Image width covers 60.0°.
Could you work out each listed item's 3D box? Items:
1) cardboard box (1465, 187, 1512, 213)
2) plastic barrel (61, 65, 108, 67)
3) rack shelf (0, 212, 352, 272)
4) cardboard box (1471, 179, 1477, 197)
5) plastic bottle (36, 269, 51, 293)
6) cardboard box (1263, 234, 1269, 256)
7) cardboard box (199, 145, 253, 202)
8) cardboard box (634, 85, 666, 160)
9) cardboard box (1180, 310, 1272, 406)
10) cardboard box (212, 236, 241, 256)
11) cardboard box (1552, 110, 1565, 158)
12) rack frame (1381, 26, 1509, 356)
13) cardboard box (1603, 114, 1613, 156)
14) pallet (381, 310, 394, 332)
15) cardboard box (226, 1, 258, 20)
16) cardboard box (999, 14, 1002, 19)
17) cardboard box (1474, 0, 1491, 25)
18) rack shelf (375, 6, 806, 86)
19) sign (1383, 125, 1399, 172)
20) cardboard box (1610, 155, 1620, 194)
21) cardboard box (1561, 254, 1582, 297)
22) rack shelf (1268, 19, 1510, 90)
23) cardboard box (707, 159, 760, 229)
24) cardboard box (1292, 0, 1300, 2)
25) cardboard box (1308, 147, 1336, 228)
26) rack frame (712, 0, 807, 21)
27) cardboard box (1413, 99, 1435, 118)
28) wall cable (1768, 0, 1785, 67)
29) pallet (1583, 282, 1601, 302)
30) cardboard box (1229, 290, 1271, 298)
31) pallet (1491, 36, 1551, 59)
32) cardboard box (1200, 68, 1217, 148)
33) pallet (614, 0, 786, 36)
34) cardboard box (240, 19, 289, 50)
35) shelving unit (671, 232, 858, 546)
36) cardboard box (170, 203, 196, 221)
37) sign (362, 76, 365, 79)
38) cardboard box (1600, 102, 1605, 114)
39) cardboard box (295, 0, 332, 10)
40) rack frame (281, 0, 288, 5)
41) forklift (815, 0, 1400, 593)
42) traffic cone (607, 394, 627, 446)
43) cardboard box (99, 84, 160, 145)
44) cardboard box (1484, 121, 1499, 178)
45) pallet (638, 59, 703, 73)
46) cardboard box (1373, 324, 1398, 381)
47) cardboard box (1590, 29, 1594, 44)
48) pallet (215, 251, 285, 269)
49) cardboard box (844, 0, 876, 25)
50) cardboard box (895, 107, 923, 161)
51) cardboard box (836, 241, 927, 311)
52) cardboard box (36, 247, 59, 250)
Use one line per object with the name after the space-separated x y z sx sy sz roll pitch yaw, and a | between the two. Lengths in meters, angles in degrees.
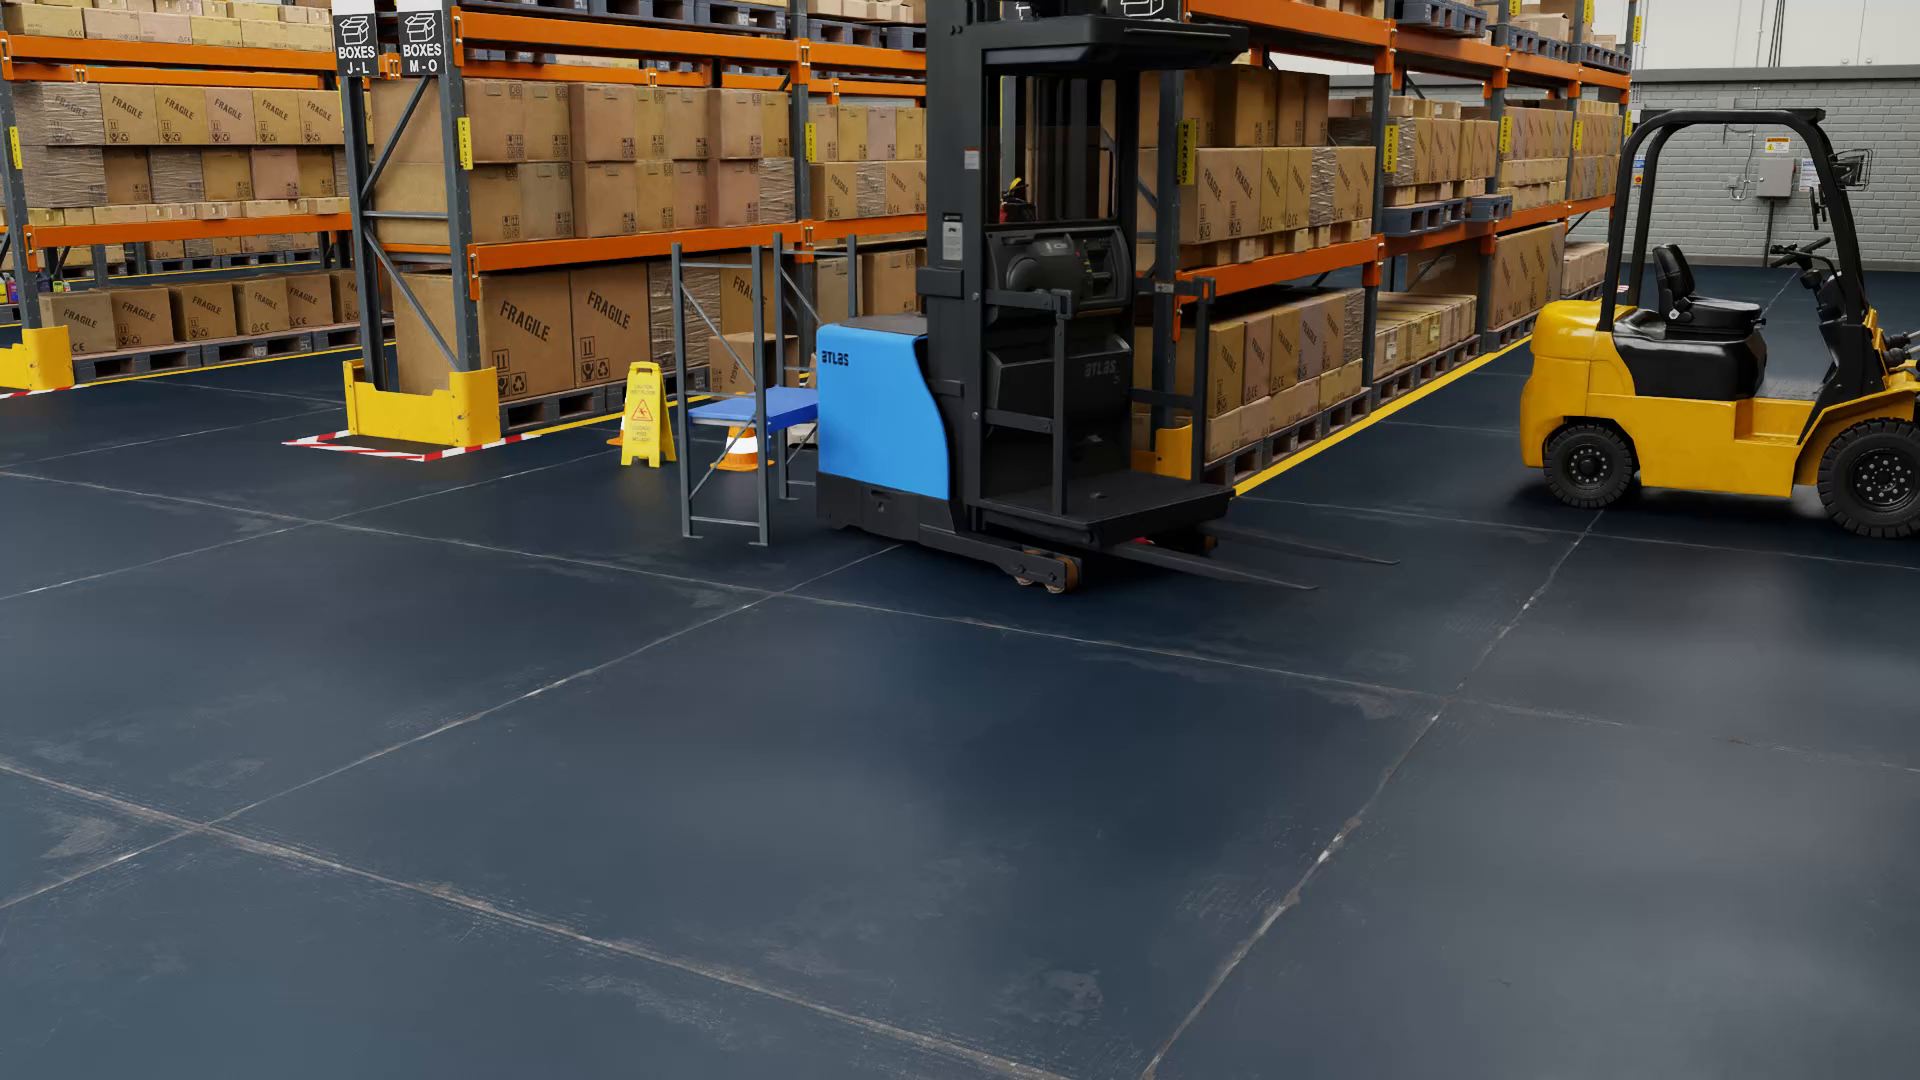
5.012 -3.278 16.051 0.500 0.250 0.500 7 15 27 | cardboard box
-10.333 -5.973 19.440 0.600 0.901 0.708 7 15 28 | plastic barrel
-7.020 -2.821 15.371 1.077 0.370 4.000 7 15 28 | rack shelf
4.325 -3.097 14.618 0.380 0.149 0.250 7 15 25 | cardboard box
-10.448 -2.904 18.891 0.144 0.351 0.185 7 15 27 | plastic bottle
1.676 -1.825 10.241 0.380 0.149 0.250 8 16 30 | cardboard box
-7.029 -3.379 15.300 0.875 0.500 0.500 7 15 28 | cardboard box
-2.764 -3.194 12.757 0.875 0.550 0.500 7 15 28 | cardboard box
1.580 -1.117 10.136 0.500 0.500 0.500 7 15 26 | cardboard box
-11.825 -4.795 26.418 0.500 0.500 0.500 7 15 27 | cardboard box
6.249 -4.407 18.068 0.500 0.500 0.500 8 16 29 | cardboard box
4.555 -3.279 15.735 1.000 3.000 0.127 7 15 28 | rack frame
7.929 -5.118 21.014 0.500 0.500 0.500 7 15 28 | cardboard box
-5.678 -2.386 17.978 1.003 0.211 1.213 7 15 28 | pallet
-6.590 -4.790 15.071 0.380 0.149 0.250 8 16 31 | cardboard box
0.682 -5.413 17.973 0.500 0.500 0.500 7 15 28 | cardboard box
4.605 -5.086 15.714 0.797 0.503 0.637 6 15 25 | cardboard box
-2.727 -3.697 12.602 1.077 0.370 4.000 7 15 28 | rack shelf
3.100 -2.819 11.981 0.100 0.325 0.005 7 15 28 | sign
8.421 -4.840 21.996 0.500 0.500 0.500 7 15 28 | cardboard box
6.886 -3.175 19.874 0.875 0.438 0.875 7 15 27 | cardboard box
3.588 -3.977 13.766 1.077 0.370 4.000 7 15 28 | rack shelf
-2.174 -2.879 13.755 0.875 0.550 0.550 7 15 28 | cardboard box
1.846 -3.329 10.079 0.380 0.149 0.250 7 15 27 | cardboard box
2.135 -2.319 10.904 0.500 0.500 0.500 8 16 30 | cardboard box
-1.760 -5.915 13.868 1.000 3.000 0.127 7 15 28 | rack frame
3.594 -3.462 13.366 0.380 0.149 0.250 8 16 31 | cardboard box
14.003 -8.645 25.112 2.988 3.039 0.133 7 15 28 | wall cable
7.514 -3.143 21.118 1.003 0.211 1.213 7 15 28 | pallet
1.852 -1.489 11.680 0.500 0.500 0.500 8 16 30 | cardboard box
5.358 -5.013 16.932 1.003 0.211 1.213 8 16 31 | pallet
1.151 -2.666 10.210 0.700 0.500 0.500 7 15 27 | cardboard box
-2.165 -4.247 13.539 1.003 0.211 1.213 7 15 28 | pallet
-6.549 -4.632 15.268 0.500 0.250 0.500 7 15 28 | cardboard box
-0.996 -0.833 8.790 0.538 1.500 1.048 6 15 23 | shelving unit
-7.042 -2.927 14.811 0.380 0.149 0.250 7 15 28 | cardboard box
-7.971 -6.310 22.128 0.100 0.325 0.005 7 15 28 | sign
7.856 -5.406 20.827 0.380 0.149 0.250 8 16 29 | cardboard box
-6.048 -5.355 16.029 0.500 0.500 0.500 7 15 26 | cardboard box
-13.261 -10.643 33.481 1.000 3.000 0.127 7 15 28 | rack frame
0.622 -1.318 7.748 1.130 2.935 3.031 -13 18 -42 | forklift
-2.194 -0.893 11.249 0.336 0.463 0.334 7 15 28 | traffic cone
-7.235 -3.624 14.183 0.500 0.500 0.500 7 15 28 | cardboard box
4.579 -3.552 15.122 0.500 0.500 0.500 7 15 26 | cardboard box
-3.855 -5.906 20.636 1.213 0.211 1.003 8 16 31 | pallet
2.873 -1.493 13.037 0.950 0.372 0.625 8 16 29 | cardboard box
7.655 -6.287 20.891 0.500 0.311 0.500 8 16 29 | cardboard box
-11.805 -4.568 27.030 1.003 0.211 1.213 7 15 28 | pallet
-1.106 -5.051 15.764 0.500 0.311 0.500 7 15 26 | cardboard box
-0.789 -3.949 16.165 0.700 0.500 0.500 7 15 27 | cardboard box
-0.620 -2.635 16.968 1.050 0.750 0.750 8 16 29 | cardboard box
-13.320 -4.319 23.823 0.500 0.311 0.500 7 15 28 | cardboard box
